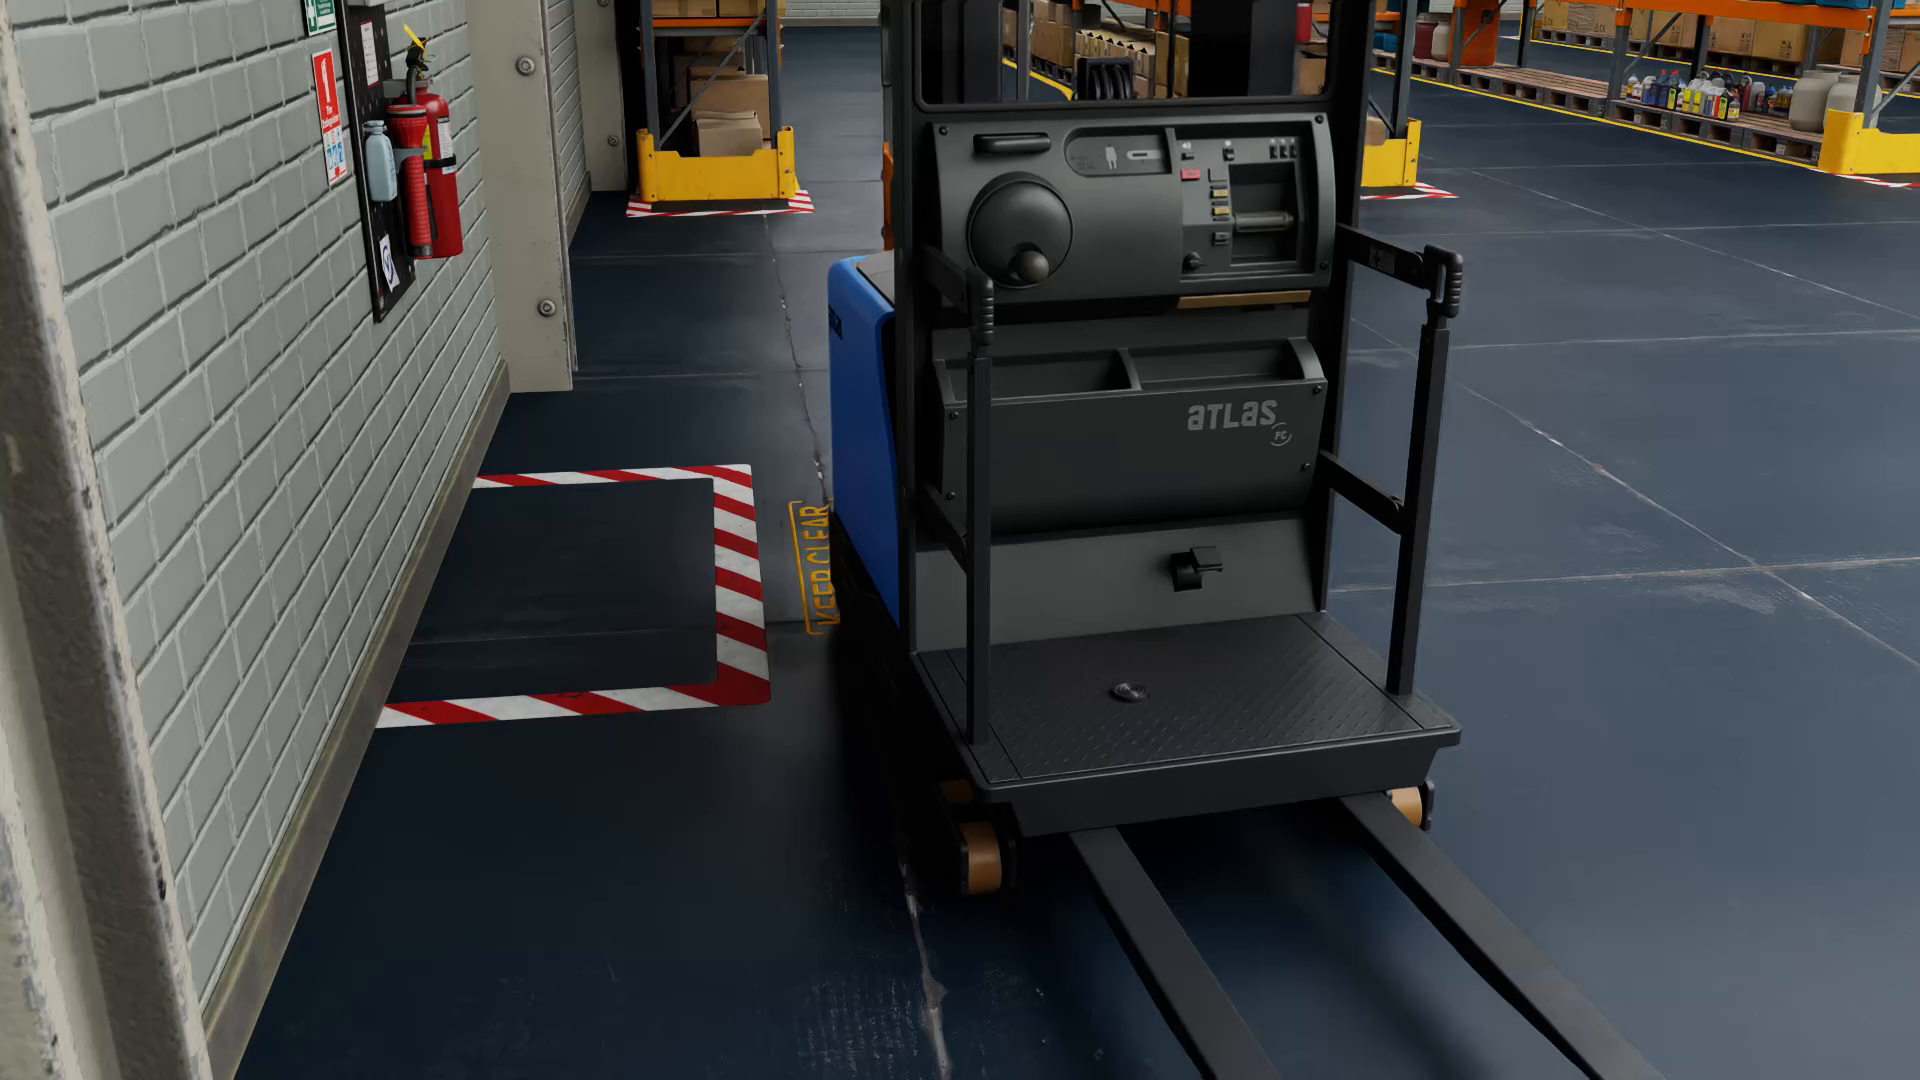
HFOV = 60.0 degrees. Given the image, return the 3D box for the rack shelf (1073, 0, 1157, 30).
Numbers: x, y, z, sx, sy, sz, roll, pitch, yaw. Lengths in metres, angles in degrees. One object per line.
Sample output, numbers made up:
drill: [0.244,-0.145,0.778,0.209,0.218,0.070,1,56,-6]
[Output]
rack shelf: [2.189,-6.014,18.559,1.077,0.370,4.000,-3,21,-8]

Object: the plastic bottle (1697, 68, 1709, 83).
plastic bottle: [7.614,-4.657,17.054,0.144,0.351,0.185,-3,21,-8]

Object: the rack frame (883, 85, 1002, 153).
rack frame: [-0.059,-1.125,5.728,0.400,2.100,0.015,-3,21,-8]

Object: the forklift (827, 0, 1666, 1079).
forklift: [0.452,-0.743,3.516,1.130,2.935,3.031,-5,21,-13]

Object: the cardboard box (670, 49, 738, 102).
cardboard box: [-2.671,-4.873,17.420,0.700,0.500,0.500,-3,21,-9]

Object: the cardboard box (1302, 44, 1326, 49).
cardboard box: [3.038,-4.076,14.600,0.500,0.500,0.500,-3,21,-8]

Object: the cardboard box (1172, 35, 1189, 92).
cardboard box: [2.314,-4.569,15.921,0.500,0.500,0.500,-3,21,-8]

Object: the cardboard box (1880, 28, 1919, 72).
cardboard box: [11.913,-6.155,20.851,0.700,0.500,0.500,-5,21,-12]

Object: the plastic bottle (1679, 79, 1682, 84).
plastic bottle: [7.225,-4.491,16.723,0.097,0.271,0.097,0,20,0]

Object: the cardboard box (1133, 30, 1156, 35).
cardboard box: [2.301,-5.866,19.664,0.500,0.311,0.500,-3,21,-9]

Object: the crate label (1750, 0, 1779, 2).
crate label: [7.423,-5.162,15.200,0.502,0.435,0.616,-3,21,-8]

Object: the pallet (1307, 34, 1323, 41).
pallet: [5.902,-8.047,26.959,1.003,0.211,1.213,-3,21,-8]

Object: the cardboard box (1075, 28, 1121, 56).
cardboard box: [1.685,-6.019,20.072,0.500,0.311,0.500,-2,21,-6]

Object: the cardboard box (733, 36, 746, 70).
cardboard box: [-2.846,-5.581,19.315,0.700,0.500,0.500,-3,21,-7]

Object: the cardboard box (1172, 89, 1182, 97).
cardboard box: [2.311,-4.218,16.052,0.500,0.250,0.500,-3,21,-8]

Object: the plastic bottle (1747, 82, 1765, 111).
plastic bottle: [7.851,-4.394,16.458,0.152,0.276,0.135,-3,21,-7]

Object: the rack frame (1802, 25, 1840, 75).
rack frame: [11.704,-7.542,21.622,1.000,3.000,0.127,-3,21,-8]

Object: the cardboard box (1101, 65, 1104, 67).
cardboard box: [1.839,-5.402,19.223,0.500,0.250,0.500,-3,21,-9]

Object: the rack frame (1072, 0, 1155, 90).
rack frame: [1.900,-7.044,20.288,1.000,3.000,0.127,-3,21,-8]

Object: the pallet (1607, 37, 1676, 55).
pallet: [11.095,-7.888,26.533,1.003,0.211,1.213,-3,21,-8]

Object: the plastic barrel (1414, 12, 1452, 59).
plastic barrel: [6.552,-6.919,22.800,0.600,0.588,0.708,-3,21,-8]

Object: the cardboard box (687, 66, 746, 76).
cardboard box: [-2.235,-4.085,15.311,0.500,0.500,0.500,-4,21,-12]

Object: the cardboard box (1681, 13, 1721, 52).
cardboard box: [11.369,-7.598,24.209,1.225,0.875,0.875,-4,21,-10]

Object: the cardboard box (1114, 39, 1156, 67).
cardboard box: [1.984,-5.308,18.170,0.500,0.311,0.500,-3,21,-8]

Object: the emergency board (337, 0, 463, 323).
emergency board: [-1.621,-1.286,4.873,0.194,1.169,0.643,-3,21,-8]

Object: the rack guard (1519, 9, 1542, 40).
rack guard: [10.547,-9.149,29.498,1.175,0.500,0.348,-3,21,-8]

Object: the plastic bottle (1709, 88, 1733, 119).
plastic bottle: [7.248,-4.155,15.817,0.152,0.276,0.135,-3,21,-7]

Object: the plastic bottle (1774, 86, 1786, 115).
plastic bottle: [7.939,-4.247,16.071,0.097,0.271,0.097,0,20,0]

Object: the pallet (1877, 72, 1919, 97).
pallet: [11.987,-5.543,20.257,1.003,0.211,1.213,-3,21,-8]

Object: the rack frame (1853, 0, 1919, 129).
rack frame: [7.956,-4.522,13.537,1.000,3.000,0.127,-3,21,-8]

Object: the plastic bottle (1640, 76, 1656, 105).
plastic bottle: [7.065,-4.594,16.994,0.152,0.276,0.135,-2,21,-6]

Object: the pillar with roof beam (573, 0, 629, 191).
pillar with roof beam: [1.455,-7.249,12.263,9.100,9.000,0.400,-3,21,-8]

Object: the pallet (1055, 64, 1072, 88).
pallet: [1.830,-5.998,21.473,1.003,0.211,1.213,-3,21,-8]

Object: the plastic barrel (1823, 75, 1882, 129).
plastic barrel: [7.785,-3.778,14.499,0.421,0.512,0.421,0,20,0]

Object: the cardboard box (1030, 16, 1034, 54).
cardboard box: [1.240,-7.100,23.382,0.500,0.500,0.500,-3,21,-7]

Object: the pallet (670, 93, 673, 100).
pallet: [-2.717,-4.794,18.250,1.003,0.211,1.213,-3,21,-8]

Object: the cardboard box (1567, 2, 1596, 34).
cardboard box: [10.853,-8.981,27.910,0.875,0.875,0.875,-3,21,-8]

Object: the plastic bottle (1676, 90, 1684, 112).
plastic bottle: [7.130,-4.337,16.413,0.097,0.201,0.097,0,20,0]

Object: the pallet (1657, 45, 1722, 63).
pallet: [11.313,-7.357,25.113,1.003,0.211,1.213,-3,21,-8]

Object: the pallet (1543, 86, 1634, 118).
pallet: [7.227,-4.871,18.456,1.003,0.211,1.213,-3,21,-8]

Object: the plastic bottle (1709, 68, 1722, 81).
plastic bottle: [7.757,-4.664,17.073,0.144,0.351,0.185,-3,21,-9]

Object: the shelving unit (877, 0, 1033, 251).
shelving unit: [-0.024,-1.041,5.502,0.431,2.100,0.503,-3,21,-8]

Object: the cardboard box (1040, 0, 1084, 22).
cardboard box: [1.369,-7.115,22.352,0.500,0.250,0.500,-3,21,-9]

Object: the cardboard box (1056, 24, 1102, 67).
cardboard box: [1.533,-6.391,21.483,0.500,0.500,0.500,-2,21,-6]

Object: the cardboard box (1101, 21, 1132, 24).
cardboard box: [1.969,-6.606,22.059,0.500,0.500,0.500,-3,21,-8]

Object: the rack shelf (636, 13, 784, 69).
rack shelf: [-2.136,-4.378,14.179,1.077,0.370,4.000,-3,21,-8]
